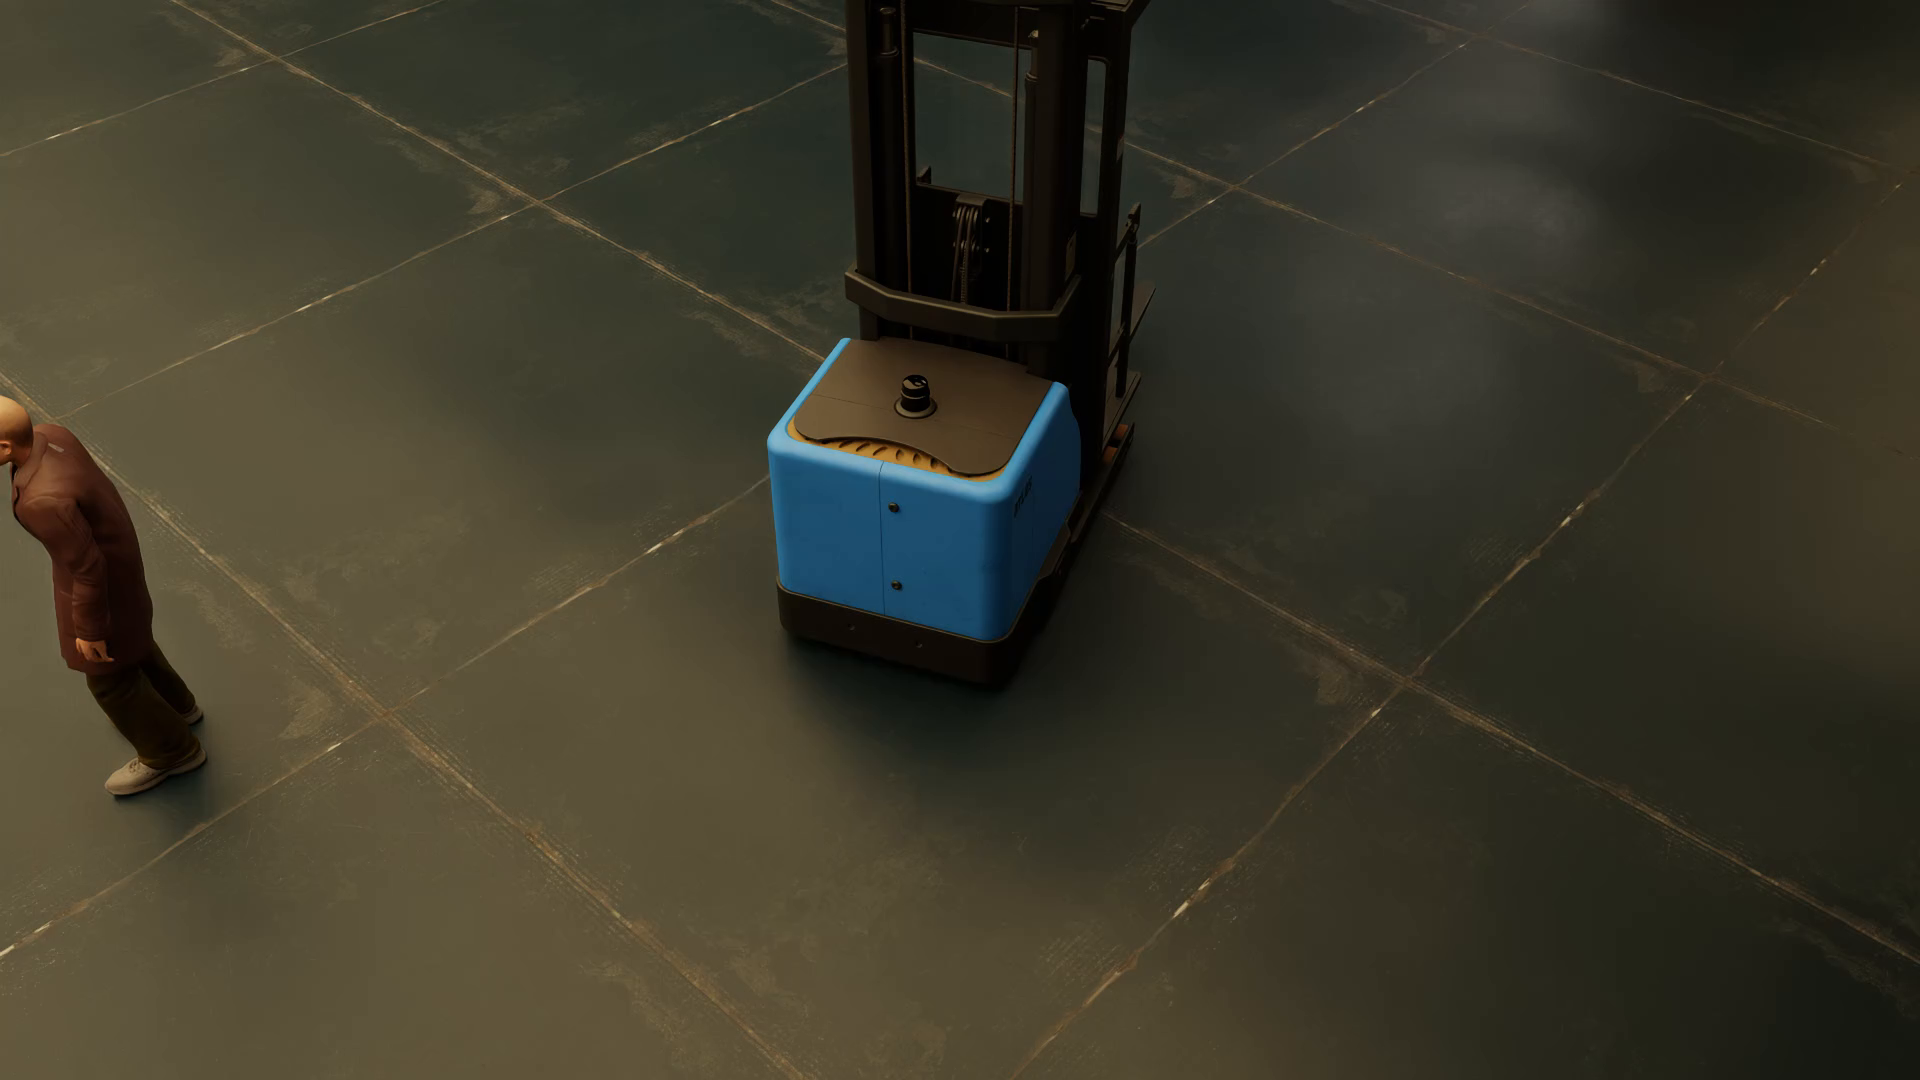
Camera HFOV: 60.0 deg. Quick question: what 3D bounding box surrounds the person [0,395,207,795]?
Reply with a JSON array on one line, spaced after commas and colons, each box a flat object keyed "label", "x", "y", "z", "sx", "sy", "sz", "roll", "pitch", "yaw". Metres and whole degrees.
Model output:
[{"label": "person", "x": -3.194, "y": 0.183, "z": 6.105, "sx": 0.436, "sy": 1.772, "sz": 0.644, "roll": -16, "pitch": 43, "yaw": -18}]

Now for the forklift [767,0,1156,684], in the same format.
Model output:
[{"label": "forklift", "x": 0.211, "y": -1.484, "z": 7.158, "sx": 1.130, "sy": 2.935, "sz": 3.031, "roll": 14, "pitch": 42, "yaw": 15}]
